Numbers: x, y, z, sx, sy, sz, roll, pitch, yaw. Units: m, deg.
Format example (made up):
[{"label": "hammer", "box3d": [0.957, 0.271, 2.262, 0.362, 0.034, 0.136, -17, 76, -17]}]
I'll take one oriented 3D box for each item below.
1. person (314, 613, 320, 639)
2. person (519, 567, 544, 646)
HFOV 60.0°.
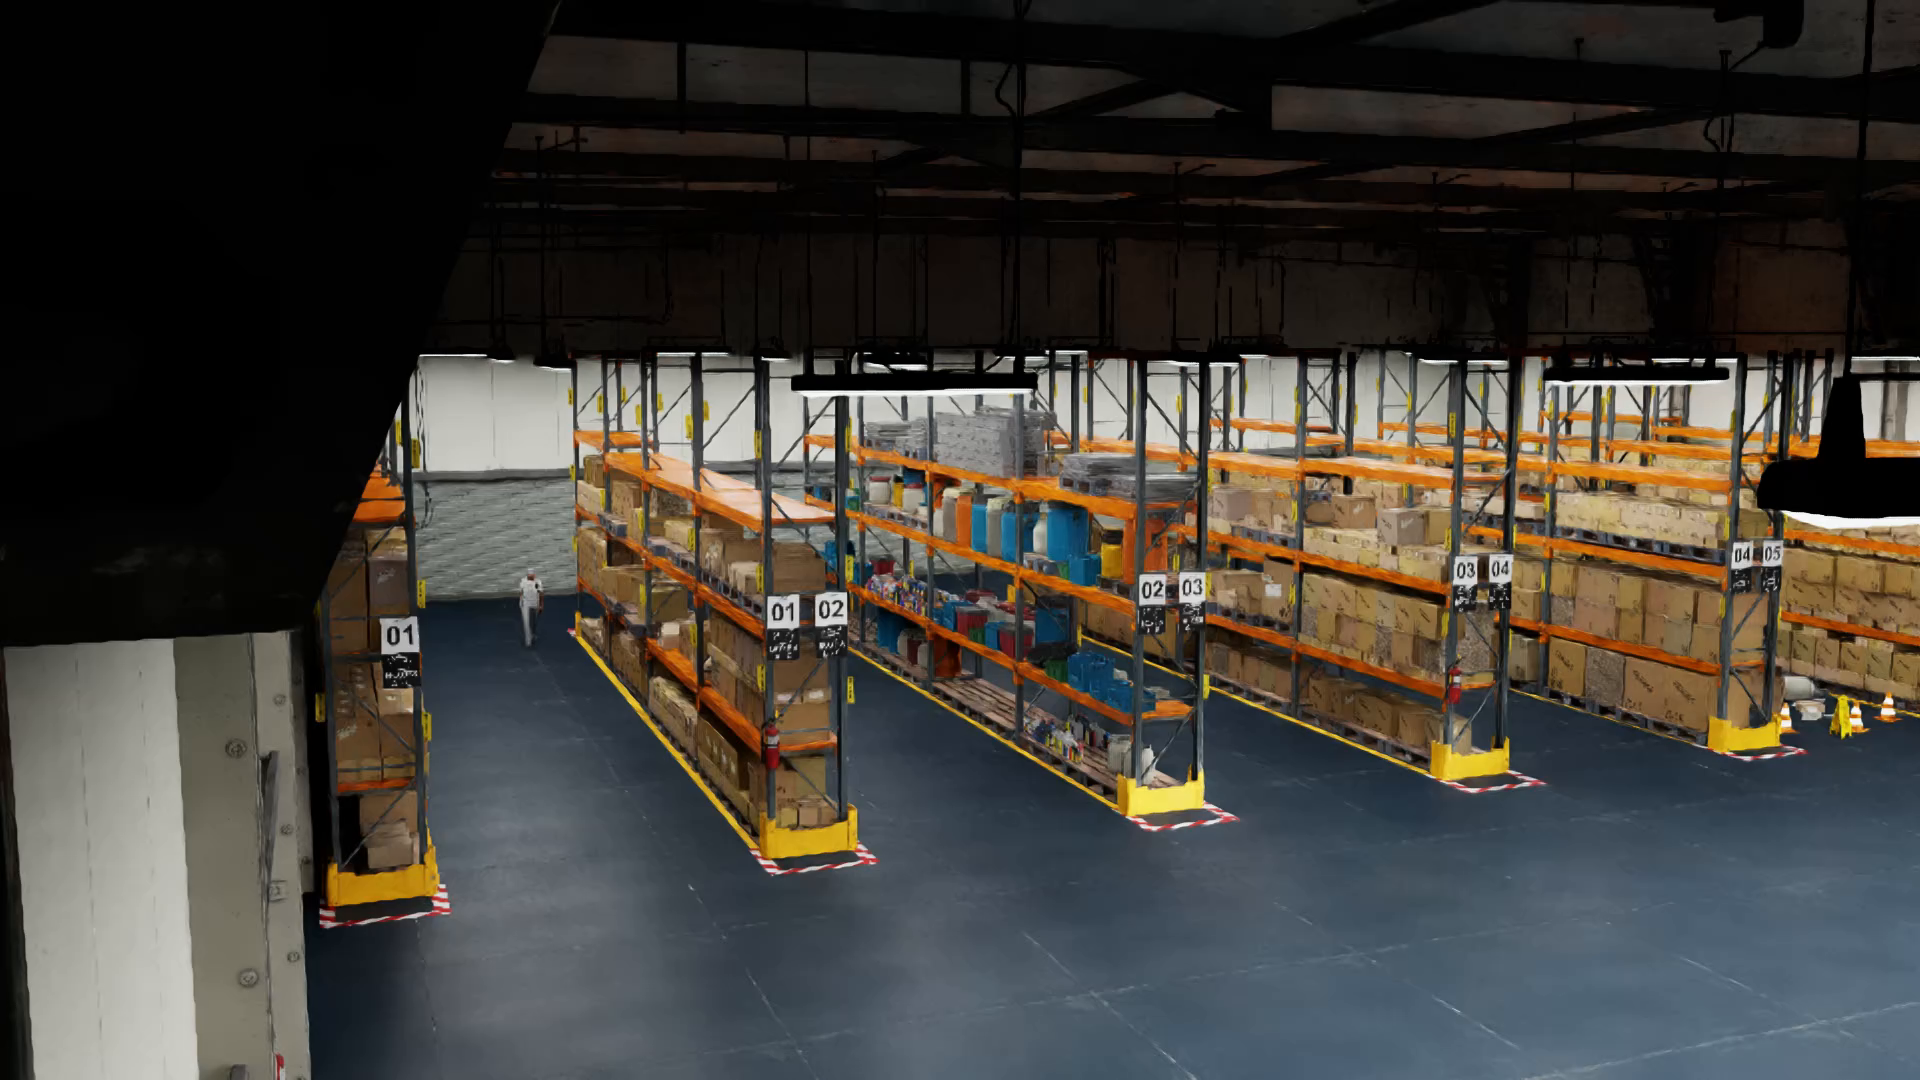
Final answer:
[{"label": "person", "box3d": [-13.168, 1.302, 34.608, 0.554, 1.458, 0.700, 2, 7, 15]}, {"label": "person", "box3d": [-8.739, 1.317, 33.945, 0.481, 1.583, 1.093, -3, 8, -23]}]
